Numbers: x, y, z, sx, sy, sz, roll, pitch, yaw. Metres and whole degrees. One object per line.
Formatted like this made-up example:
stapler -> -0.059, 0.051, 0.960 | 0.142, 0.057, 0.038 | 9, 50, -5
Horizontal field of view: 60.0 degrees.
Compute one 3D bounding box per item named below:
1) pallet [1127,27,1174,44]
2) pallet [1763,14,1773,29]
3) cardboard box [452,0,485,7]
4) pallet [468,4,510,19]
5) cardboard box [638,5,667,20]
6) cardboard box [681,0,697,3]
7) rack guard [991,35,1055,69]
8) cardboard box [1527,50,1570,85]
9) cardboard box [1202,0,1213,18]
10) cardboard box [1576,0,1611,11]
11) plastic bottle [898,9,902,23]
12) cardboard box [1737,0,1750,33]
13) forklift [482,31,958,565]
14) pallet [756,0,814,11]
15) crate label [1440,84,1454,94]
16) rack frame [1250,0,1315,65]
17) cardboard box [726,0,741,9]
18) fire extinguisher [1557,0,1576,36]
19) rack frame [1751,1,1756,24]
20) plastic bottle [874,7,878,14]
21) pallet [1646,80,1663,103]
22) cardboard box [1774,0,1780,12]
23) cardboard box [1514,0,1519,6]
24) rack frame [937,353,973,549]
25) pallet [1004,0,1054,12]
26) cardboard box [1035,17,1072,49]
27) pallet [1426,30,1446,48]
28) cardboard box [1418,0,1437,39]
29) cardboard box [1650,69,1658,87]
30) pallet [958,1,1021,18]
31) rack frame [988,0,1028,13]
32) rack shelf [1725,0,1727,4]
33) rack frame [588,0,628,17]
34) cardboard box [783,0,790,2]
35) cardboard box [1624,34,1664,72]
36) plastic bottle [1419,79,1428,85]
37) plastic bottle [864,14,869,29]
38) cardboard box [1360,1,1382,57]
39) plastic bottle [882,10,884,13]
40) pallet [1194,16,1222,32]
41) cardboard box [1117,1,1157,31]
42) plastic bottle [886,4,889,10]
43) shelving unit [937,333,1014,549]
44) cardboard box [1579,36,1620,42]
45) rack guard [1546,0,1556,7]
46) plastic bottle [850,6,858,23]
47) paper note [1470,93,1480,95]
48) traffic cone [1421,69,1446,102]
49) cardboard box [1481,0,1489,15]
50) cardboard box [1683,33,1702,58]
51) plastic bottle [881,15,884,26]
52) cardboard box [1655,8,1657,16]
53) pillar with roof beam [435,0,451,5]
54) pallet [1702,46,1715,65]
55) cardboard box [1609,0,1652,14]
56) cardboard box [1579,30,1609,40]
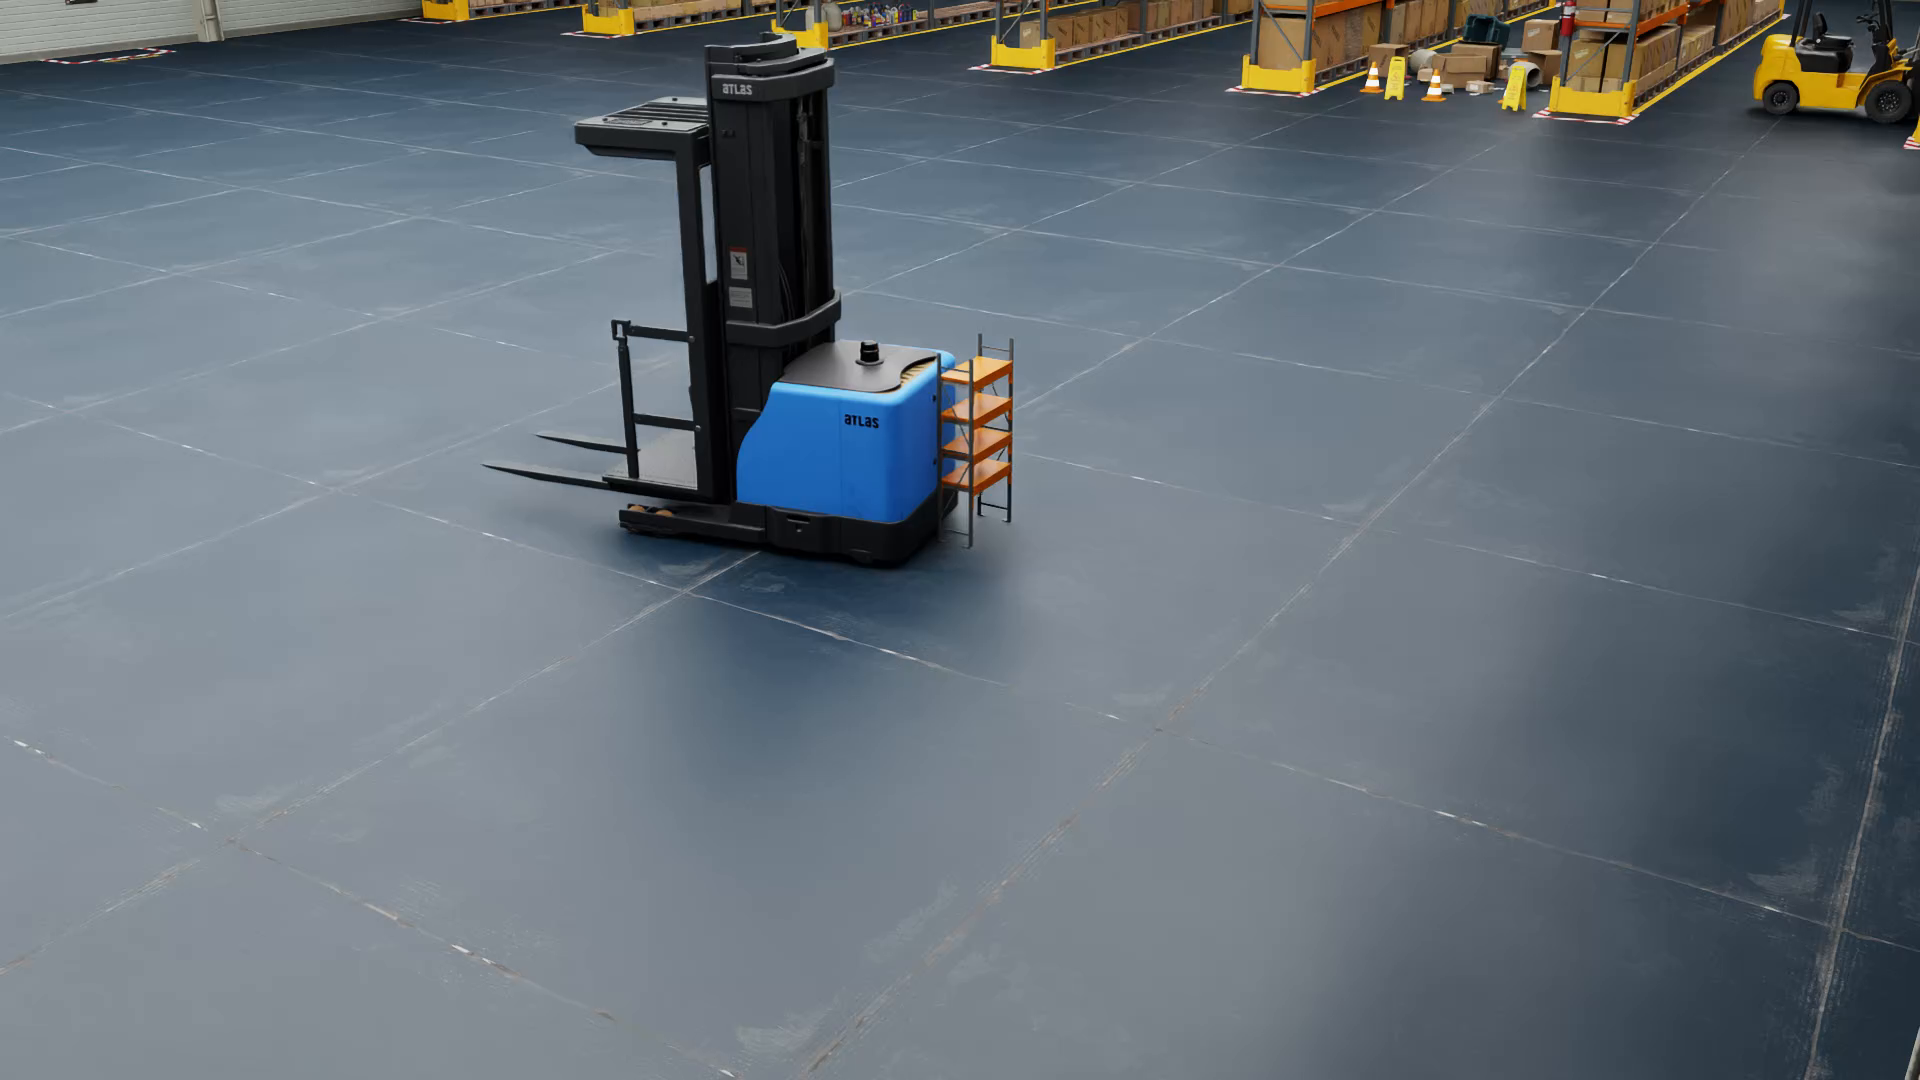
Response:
pallet -> 3.613, -10.245, 33.651 | 1.003, 0.211, 1.213 | 14, 27, 29
pallet -> 16.953, -11.259, 35.993 | 1.003, 0.211, 1.213 | 14, 27, 29
cardboard box -> -11.089, -12.209, 37.506 | 0.500, 0.311, 0.500 | 11, 26, 23
pallet -> -11.032, -12.039, 37.793 | 1.003, 0.211, 1.213 | 14, 27, 29
cardboard box -> -6.588, -11.224, 35.334 | 0.500, 0.250, 0.500 | 14, 27, 29
cardboard box -> -6.055, -11.904, 35.961 | 0.500, 0.500, 0.500 | 14, 27, 29
rack guard -> 1.134, -8.790, 29.926 | 1.175, 0.500, 0.348 | 14, 27, 29
cardboard box -> 9.902, -7.963, 28.011 | 0.500, 0.500, 0.500 | -7, 24, -17
cardboard box -> 4.977, -11.436, 35.485 | 0.700, 0.500, 0.500 | 12, 26, 26
cardboard box -> 9.565, -8.258, 25.051 | 0.500, 0.500, 0.500 | 13, 27, 28
plastic bottle -> -1.251, -10.849, 34.400 | 0.061, 0.283, 0.133 | 16, 28, 32
cardboard box -> 15.114, -10.570, 33.037 | 0.875, 0.875, 0.875 | 15, 27, 30
forklift -> -1.584, -1.548, 10.137 | 3.031, 2.935, 1.130 | 8, 25, 19
pallet -> -4.212, -12.730, 39.390 | 1.003, 0.211, 1.213 | 14, 27, 29
crate label -> 7.884, -7.333, 27.017 | 0.250, 0.136, 0.298 | 1, 23, 2
rack frame -> 5.254, -8.838, 26.891 | 1.000, 3.000, 0.127 | 14, 27, 29
cardboard box -> -5.269, -12.068, 37.283 | 0.500, 0.250, 0.500 | 14, 27, 29
fire extinguisher -> 9.061, -7.858, 24.722 | 0.296, 0.674, 0.183 | 14, 27, 29
rack frame -> 15.843, -11.885, 33.929 | 1.000, 3.000, 0.127 | 14, 27, 29
plastic bottle -> -1.756, -10.990, 34.741 | 0.097, 0.271, 0.097 | 0, 23, 0
pallet -> 10.656, -7.258, 26.750 | 1.003, 0.211, 1.213 | 14, 27, 29
cardboard box -> 17.690, -12.008, 36.910 | 0.875, 0.438, 0.875 | 13, 27, 27
cardboard box -> 12.368, -12.109, 37.506 | 0.380, 0.149, 0.250 | 13, 27, 28
rack frame -> -0.029, -0.523, 9.947 | 0.240, 1.200, 0.015 | 13, 27, 28
pallet -> 1.486, -12.645, 39.194 | 1.003, 0.211, 1.213 | 14, 27, 29
cardboard box -> 1.724, -9.374, 30.745 | 0.500, 0.500, 0.500 | -20, 31, -39
pallet -> 8.994, -10.008, 33.103 | 1.003, 0.211, 1.213 | 14, 27, 29
cardboard box -> 8.618, -10.216, 32.377 | 1.050, 0.750, 0.750 | 14, 27, 30
cardboard box -> 10.726, -7.338, 26.357 | 0.500, 0.250, 0.500 | 16, 28, 32
pallet -> 0.664, -12.117, 37.974 | 1.003, 0.211, 1.213 | 14, 27, 29
rack frame -> 1.106, -13.650, 38.005 | 1.000, 3.000, 0.127 | 14, 27, 29
rack shelf -> 14.788, -10.880, 32.512 | 1.077, 0.370, 4.000 | 14, 27, 29
rack frame -> -7.320, -11.989, 34.169 | 1.000, 3.000, 0.127 | 14, 27, 29
cardboard box -> -4.245, -12.702, 38.748 | 0.500, 0.250, 0.500 | 13, 27, 27
cardboard box -> 10.729, -7.678, 26.198 | 0.500, 0.500, 0.500 | 14, 27, 30
plastic bottle -> 7.803, -7.719, 28.003 | 0.133, 0.061, 0.283 | 5, 24, 11
plastic bottle -> -1.893, -10.446, 33.485 | 0.097, 0.271, 0.097 | 0, 23, 0
cardboard box -> 6.973, -9.208, 29.891 | 0.875, 0.875, 0.875 | 14, 27, 30
plastic bottle -> -1.550, -10.772, 34.222 | 0.061, 0.283, 0.133 | 14, 27, 29
pallet -> 4.900, -11.069, 35.553 | 1.003, 0.211, 1.213 | 14, 27, 29
cardboard box -> 3.546, -10.519, 33.366 | 0.700, 0.500, 0.500 | 12, 26, 25
plastic bottle -> -1.544, -11.234, 35.305 | 0.097, 0.271, 0.097 | 0, 23, 0
shelving unit -> 0.094, -0.606, 10.140 | 0.258, 1.200, 0.503 | 13, 27, 28
cardboard box -> 9.987, -7.612, 26.046 | 0.500, 0.500, 0.500 | 15, 28, 31
rack guard -> 13.654, -13.066, 39.802 | 1.175, 0.500, 0.348 | 14, 27, 29
plastic bottle -> -2.204, -10.831, 34.273 | 0.144, 0.351, 0.185 | 15, 28, 31
paper note -> 8.321, -7.209, 26.864 | 0.148, 0.019, 0.142 | 5, 24, 11
traffic cone -> 7.522, -7.204, 26.309 | 0.336, 0.463, 0.334 | 14, 27, 29
cardboard box -> 10.863, -11.286, 35.163 | 0.500, 0.500, 0.500 | 13, 27, 28
cardboard box -> 12.639, -8.828, 29.646 | 0.950, 0.372, 0.625 | 15, 28, 31
plastic bottle -> -1.607, -10.597, 33.922 | 0.097, 0.201, 0.097 | 0, 23, 0
cardboard box -> 10.479, -8.122, 25.553 | 0.380, 0.149, 0.250 | 15, 27, 30
pillar with roof beam -> -8.239, -15.294, 34.252 | 9.100, 9.000, 0.400 | 14, 27, 29
pallet -> 13.320, -8.992, 30.756 | 1.003, 0.211, 1.213 | 14, 27, 29
cardboard box -> 9.999, -8.119, 24.729 | 0.500, 0.500, 0.500 | 13, 27, 28
cardboard box -> 9.851, -7.871, 25.828 | 0.380, 0.149, 0.250 | 15, 27, 30
